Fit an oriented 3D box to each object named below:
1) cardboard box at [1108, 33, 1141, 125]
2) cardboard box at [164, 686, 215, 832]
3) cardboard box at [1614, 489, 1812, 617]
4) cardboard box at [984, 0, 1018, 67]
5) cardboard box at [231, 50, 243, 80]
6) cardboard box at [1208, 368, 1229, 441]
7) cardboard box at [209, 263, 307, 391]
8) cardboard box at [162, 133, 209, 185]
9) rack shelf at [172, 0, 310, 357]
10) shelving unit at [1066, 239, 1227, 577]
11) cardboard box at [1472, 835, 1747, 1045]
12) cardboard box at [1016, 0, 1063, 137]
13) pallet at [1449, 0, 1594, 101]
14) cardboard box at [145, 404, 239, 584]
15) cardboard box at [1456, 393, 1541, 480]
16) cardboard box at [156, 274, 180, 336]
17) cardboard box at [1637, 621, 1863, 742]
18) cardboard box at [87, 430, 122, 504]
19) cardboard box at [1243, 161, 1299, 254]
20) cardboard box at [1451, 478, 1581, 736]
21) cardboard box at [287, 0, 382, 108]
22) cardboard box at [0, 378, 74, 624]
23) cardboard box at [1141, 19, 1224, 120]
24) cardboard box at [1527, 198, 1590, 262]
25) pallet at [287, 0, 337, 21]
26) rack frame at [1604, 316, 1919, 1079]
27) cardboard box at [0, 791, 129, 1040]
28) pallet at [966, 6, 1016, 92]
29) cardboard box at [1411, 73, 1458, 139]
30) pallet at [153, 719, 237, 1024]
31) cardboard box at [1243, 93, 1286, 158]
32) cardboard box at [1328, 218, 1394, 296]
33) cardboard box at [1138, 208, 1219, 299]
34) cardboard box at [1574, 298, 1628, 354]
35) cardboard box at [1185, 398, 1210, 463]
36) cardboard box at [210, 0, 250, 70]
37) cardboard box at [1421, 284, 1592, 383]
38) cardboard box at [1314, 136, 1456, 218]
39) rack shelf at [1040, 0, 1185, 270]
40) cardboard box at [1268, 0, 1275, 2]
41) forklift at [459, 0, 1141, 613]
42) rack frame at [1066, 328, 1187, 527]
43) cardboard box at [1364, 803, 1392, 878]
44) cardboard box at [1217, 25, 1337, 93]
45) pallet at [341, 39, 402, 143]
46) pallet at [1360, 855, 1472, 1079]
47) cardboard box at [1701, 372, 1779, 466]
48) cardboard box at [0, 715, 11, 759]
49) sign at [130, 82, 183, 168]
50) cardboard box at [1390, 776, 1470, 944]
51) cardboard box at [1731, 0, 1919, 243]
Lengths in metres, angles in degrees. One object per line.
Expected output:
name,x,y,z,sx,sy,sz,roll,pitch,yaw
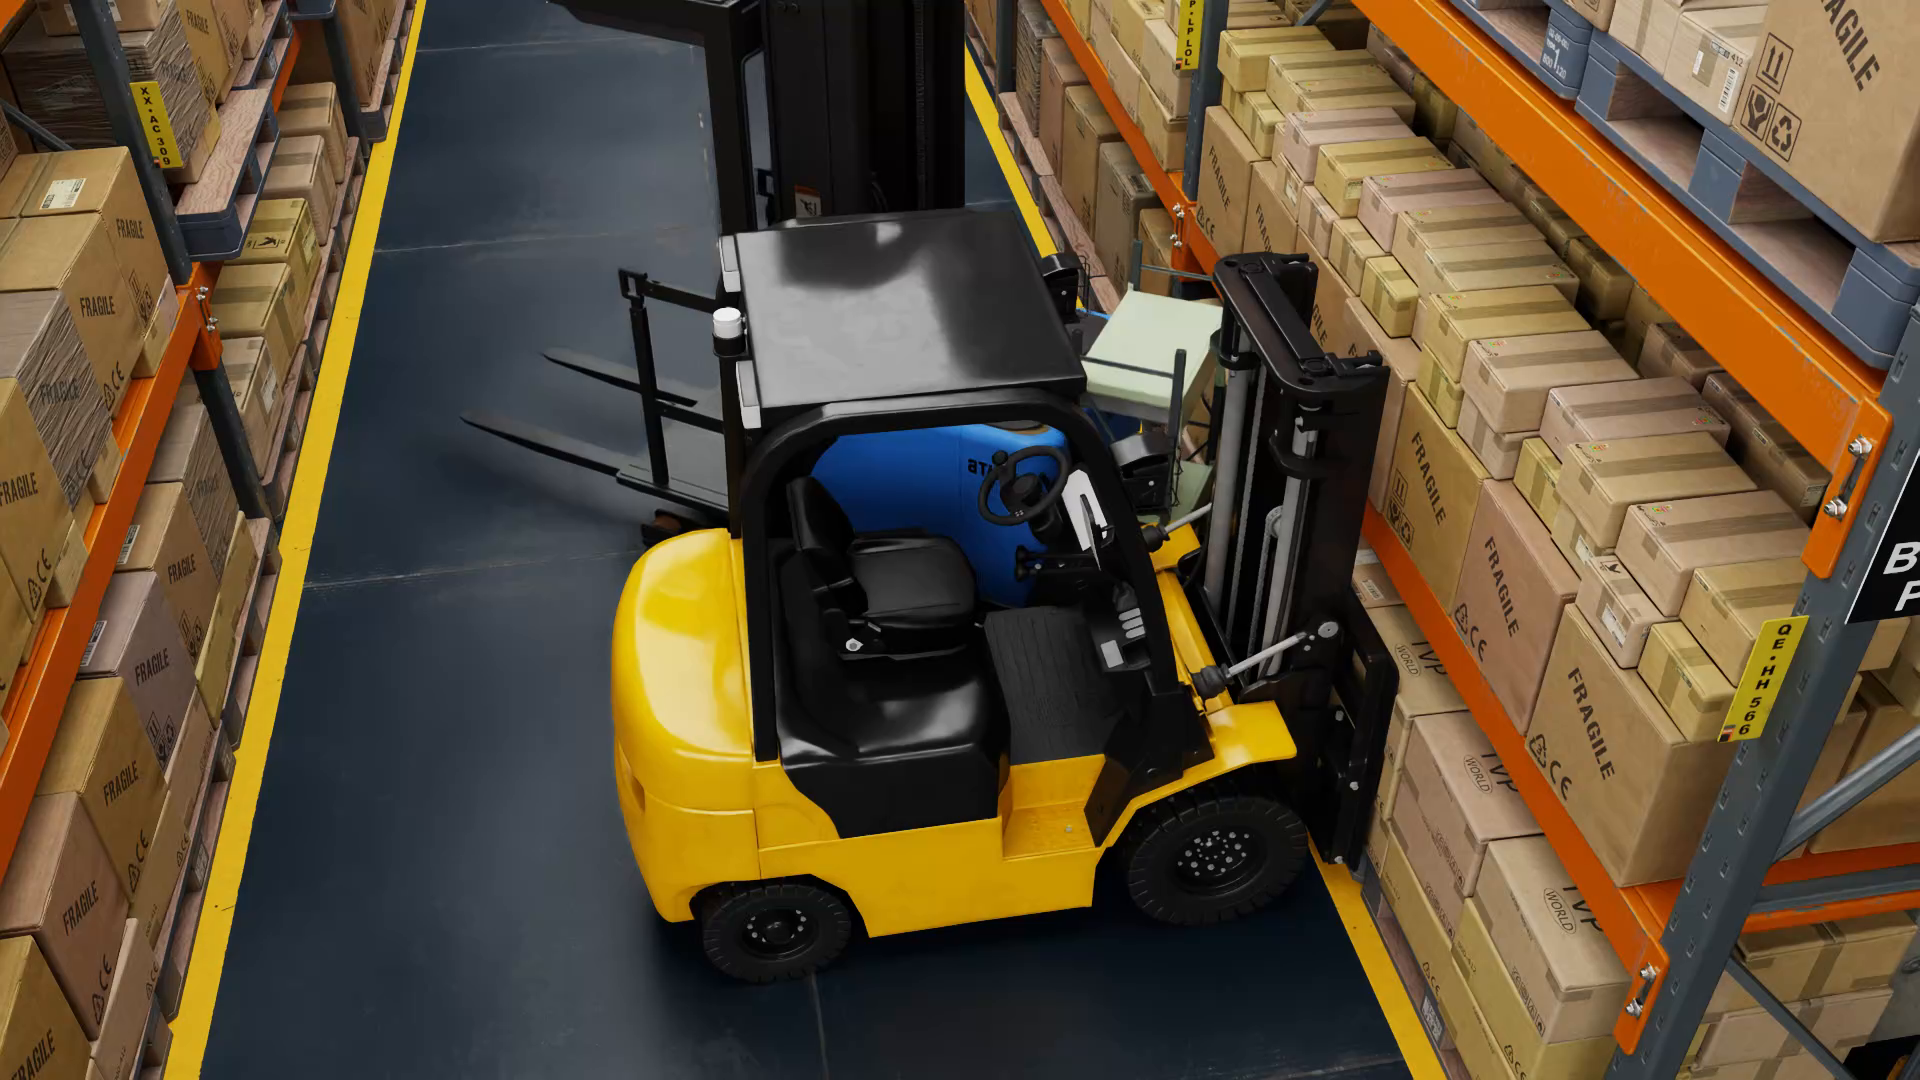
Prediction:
cardboard box,0.994,-2.155,7.702,0.500,0.250,0.500,-6,38,-8
cardboard box,-2.896,0.777,5.704,0.500,0.250,0.500,-6,38,-7
cardboard box,1.791,0.028,3.916,0.380,0.149,0.250,-6,38,-8
cardboard box,0.447,-3.462,10.957,0.500,0.500,0.500,-5,38,-7
cardboard box,-3.444,-2.158,7.445,0.380,0.149,0.250,-6,38,-8
cardboard box,1.289,-0.474,6.500,0.500,0.250,0.500,-6,38,-8
cardboard box,-3.676,-0.978,7.863,0.950,0.372,0.625,-4,38,-5
cardboard box,-3.238,-1.534,6.642,0.380,0.149,0.250,-6,38,-7
rack shelf,-3.803,-2.023,7.996,1.077,0.370,4.000,-6,38,-8
shelving unit,0.703,-0.279,6.363,0.431,1.500,0.755,13,39,17
cardboard box,1.747,1.061,4.523,0.500,0.250,0.500,-5,38,-6
cardboard box,0.828,-2.901,10.133,0.875,0.625,0.625,-5,38,-7
pallet,1.819,-1.537,4.411,1.003,0.211,1.213,-6,38,-8
cardboard box,-3.084,-0.147,6.282,0.500,0.500,0.500,-7,38,-9
cardboard box,1.614,-0.316,4.601,0.380,0.149,0.250,-7,38,-9
cardboard box,-3.096,-0.839,6.089,0.380,0.149,0.250,-7,38,-8
cardboard box,1.798,0.306,3.801,0.380,0.149,0.250,-6,38,-7
cardboard box,-2.915,-0.225,5.300,0.380,0.149,0.250,-7,38,-9
cardboard box,1.362,-1.066,6.096,0.500,0.500,0.500,-6,38,-7
cardboard box,1.709,0.158,4.520,0.500,0.500,0.500,-5,38,-7
cardboard box,-4.193,-3.268,10.401,0.875,0.875,0.875,-7,38,-8
cardboard box,-2.843,-0.082,4.587,0.500,0.500,0.500,-7,38,-9
cardboard box,1.096,-2.043,7.149,0.500,0.250,0.500,-7,38,-9
cardboard box,1.994,-0.955,5.181,0.380,0.149,0.250,-5,38,-7
pallet,-3.924,-3.020,8.849,1.213,0.211,1.003,-6,38,-8
rack frame,2.135,0.781,3.800,1.000,3.000,0.127,-6,38,-8
cardboard box,-2.721,1.094,4.684,0.500,0.500,0.500,-8,38,-10
pallet,0.639,-3.405,11.461,1.003,0.211,1.213,-6,38,-8
cardboard box,1.850,-1.574,5.978,0.380,0.149,0.250,-7,38,-8
pallet,-3.083,1.142,5.608,1.003,0.211,1.213,-6,38,-8
cardboard box,1.278,-1.554,6.195,0.380,0.149,0.250,-5,38,-7
cardboard box,1.427,-0.934,5.397,0.380,0.149,0.250,-7,38,-9
cardboard box,1.331,-1.177,7.914,0.875,0.625,0.625,-5,38,-6
cardboard box,2.085,-0.676,5.065,0.380,0.149,0.250,-6,38,-8
cardboard box,1.215,-0.587,7.053,0.500,0.250,0.500,-6,38,-8
cardboard box,-3.414,-2.339,7.149,0.500,0.500,0.500,-6,38,-8
cardboard box,1.542,-0.586,4.707,0.380,0.149,0.250,-6,38,-7
cardboard box,1.402,-1.202,5.500,0.380,0.149,0.250,-7,38,-9
rack shelf,1.083,-2.559,8.686,1.077,0.370,4.000,-6,38,-8
cardboard box,1.545,-2.485,7.393,0.380,0.149,0.250,-6,38,-8
forklift,-0.793,-1.313,6.551,3.031,2.935,1.130,17,41,21
rack frame,0.570,-0.076,6.089,0.400,1.500,0.023,13,39,17
cardboard box,1.585,0.846,5.615,0.500,0.250,0.500,-6,38,-7
cardboard box,1.198,-1.824,6.300,0.380,0.149,0.250,-5,38,-7
pallet,-4.218,-2.898,10.809,1.003,0.211,1.213,-6,38,-8
pallet,1.960,1.424,5.244,1.003,0.211,1.213,-6,38,-8
cardboard box,2.185,-0.329,4.376,0.380,0.149,0.250,-6,38,-8
cardboard box,-2.709,0.558,4.292,0.380,0.149,0.250,-5,38,-7
sign,-2.919,-1.504,6.035,0.100,0.325,0.005,-6,38,-8
cardboard box,1.665,0.939,5.088,0.500,0.250,0.500,-7,38,-8
cardboard box,1.818,-0.890,3.000,0.500,0.500,0.500,-5,38,-6
